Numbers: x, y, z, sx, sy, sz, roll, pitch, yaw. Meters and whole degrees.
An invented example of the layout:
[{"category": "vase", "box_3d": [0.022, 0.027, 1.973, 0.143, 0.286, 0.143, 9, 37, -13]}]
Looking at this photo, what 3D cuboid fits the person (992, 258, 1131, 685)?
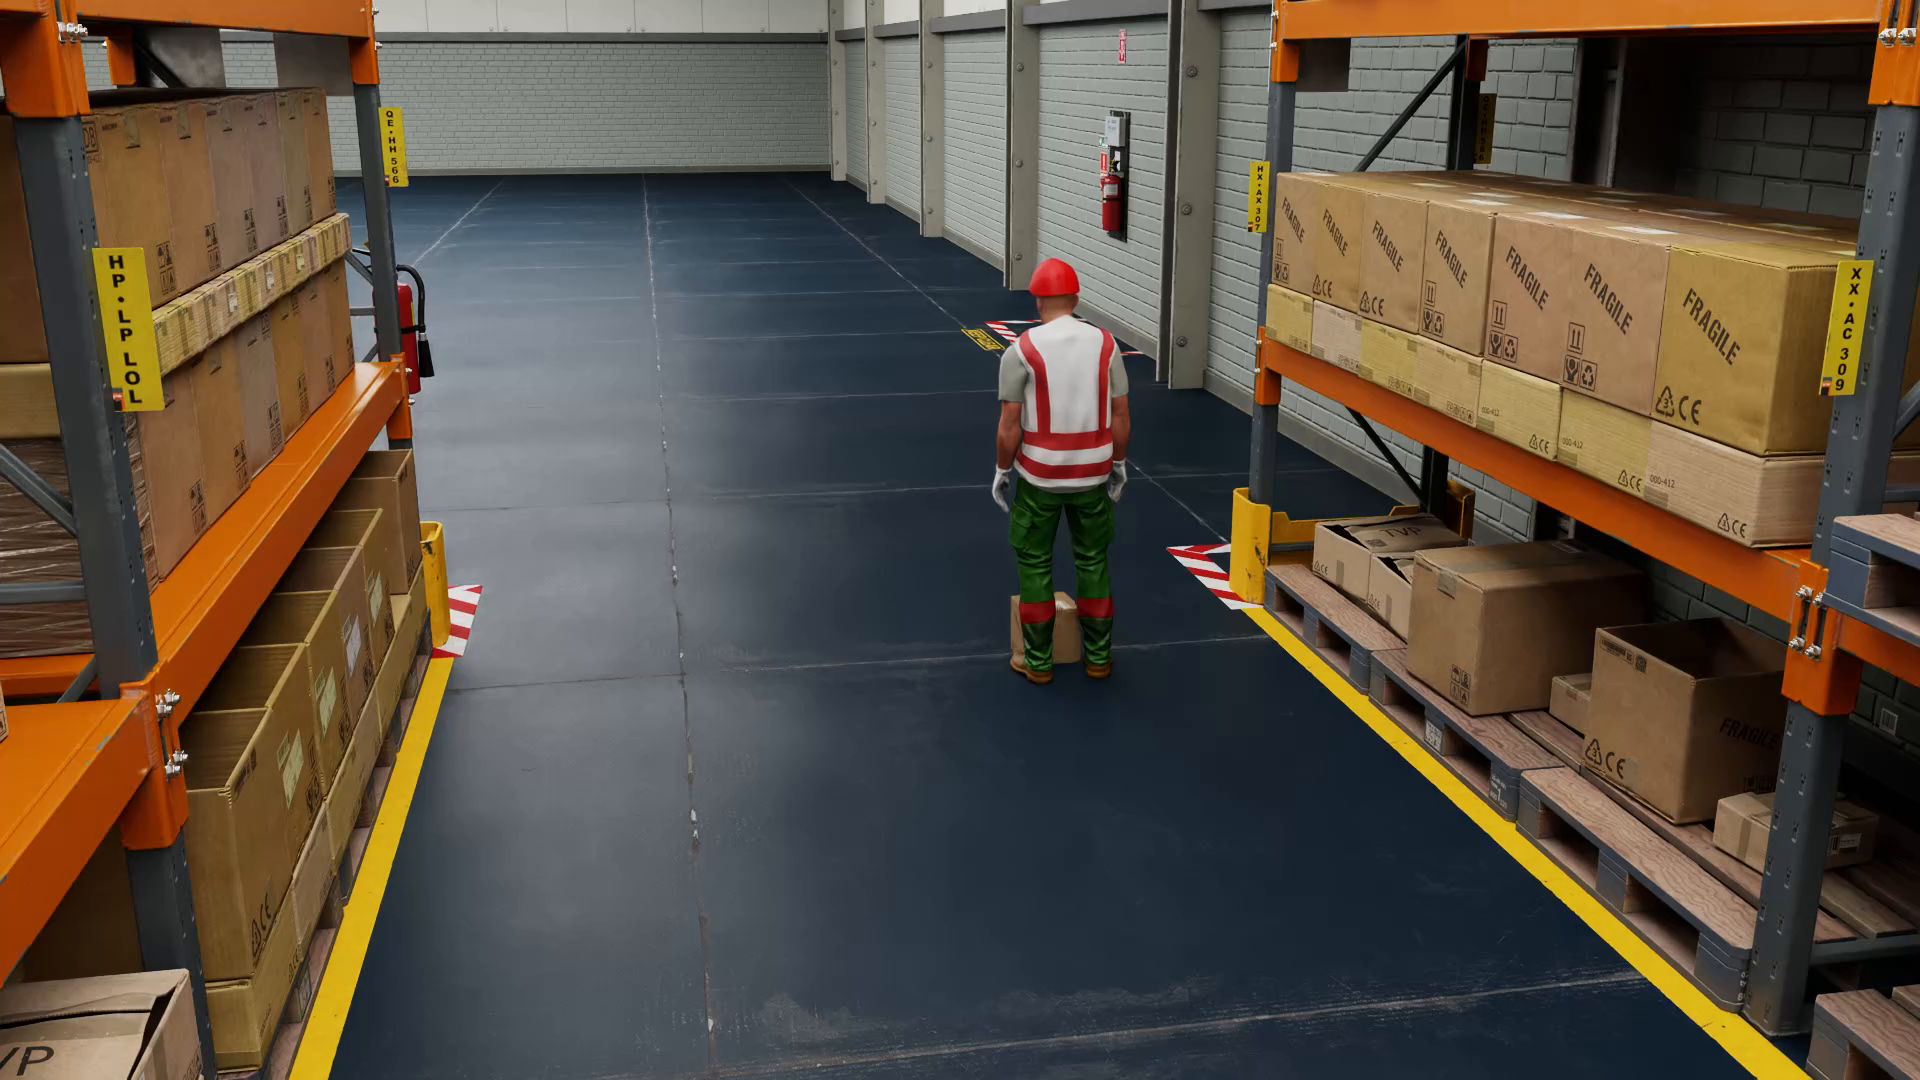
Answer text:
[{"category": "person", "box_3d": [0.422, -0.276, 6.960, 0.595, 1.778, 0.449, -4, 17, -13]}]
